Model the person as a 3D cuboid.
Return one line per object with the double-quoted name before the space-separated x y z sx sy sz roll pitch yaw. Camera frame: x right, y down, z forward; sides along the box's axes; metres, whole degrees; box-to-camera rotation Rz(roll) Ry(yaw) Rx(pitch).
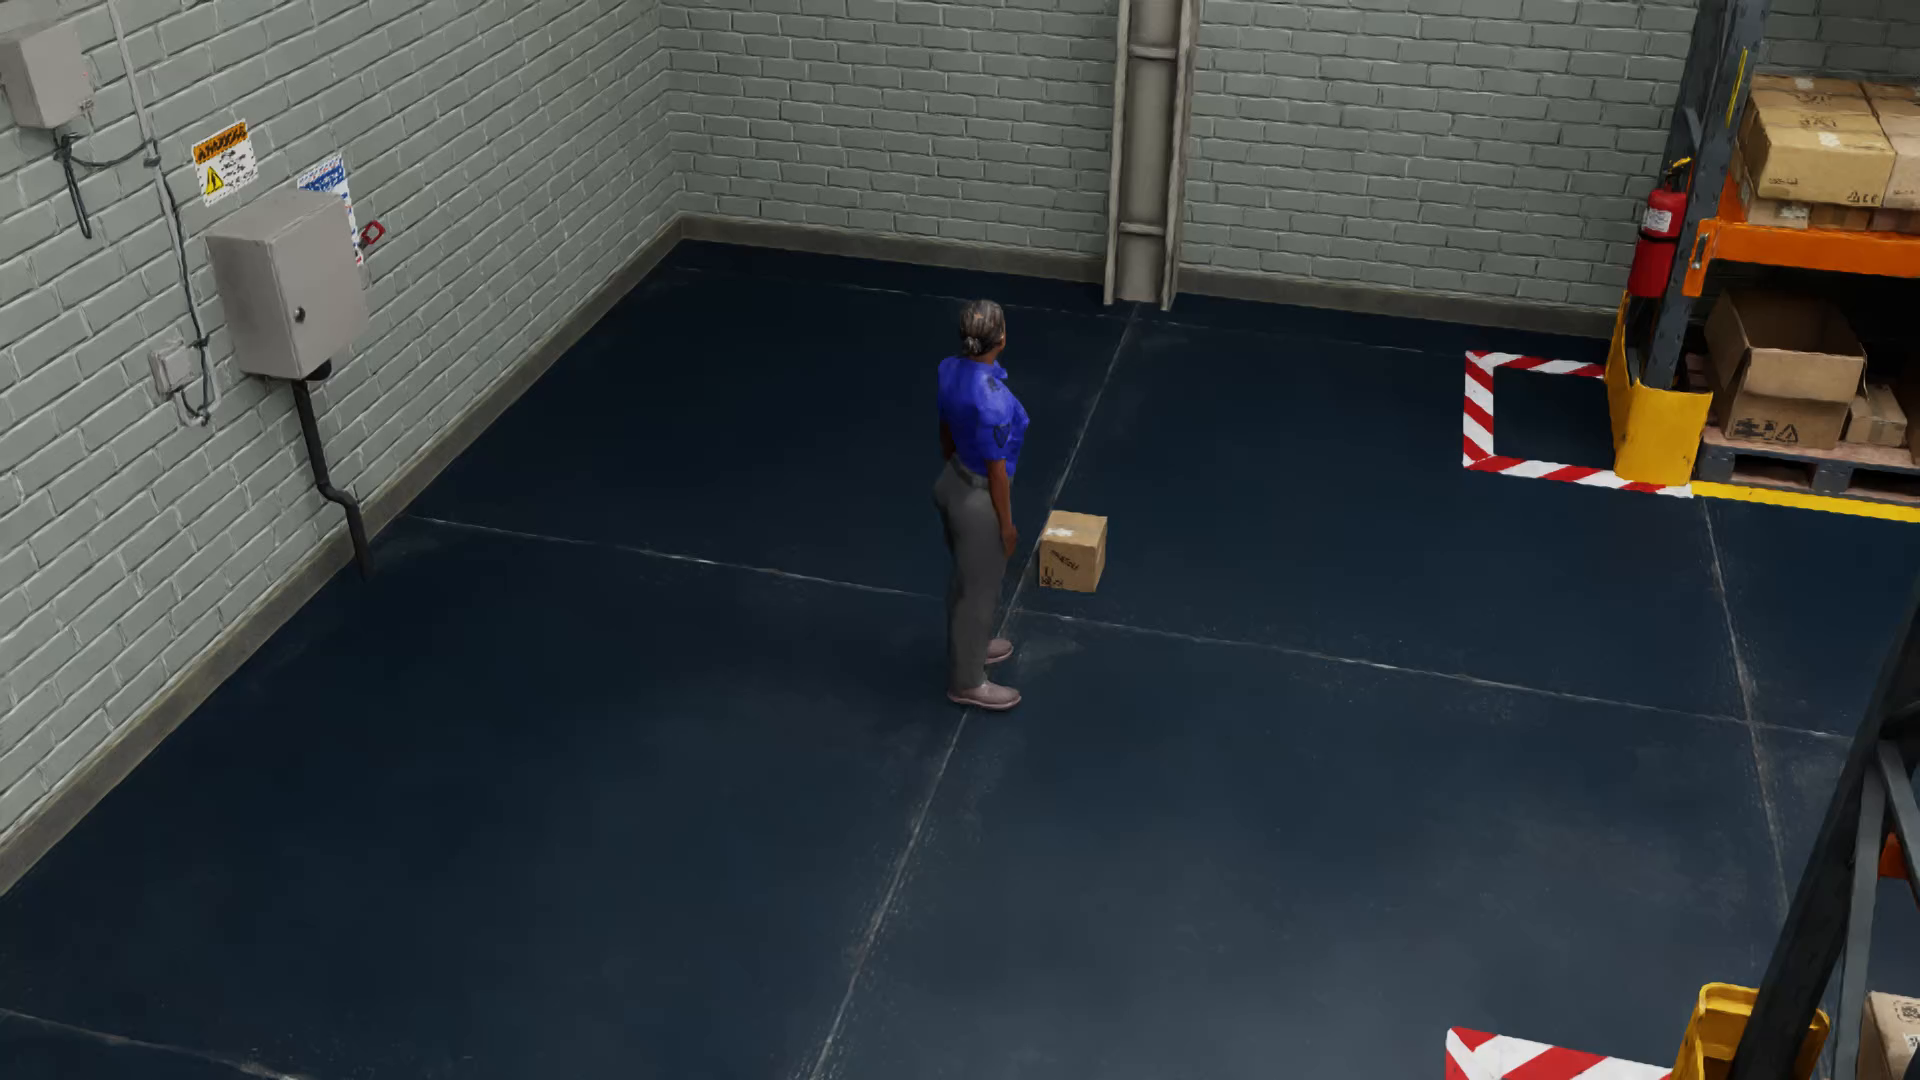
"person" 0.090 -0.137 6.332 0.380 1.664 0.500 -13 35 -19
